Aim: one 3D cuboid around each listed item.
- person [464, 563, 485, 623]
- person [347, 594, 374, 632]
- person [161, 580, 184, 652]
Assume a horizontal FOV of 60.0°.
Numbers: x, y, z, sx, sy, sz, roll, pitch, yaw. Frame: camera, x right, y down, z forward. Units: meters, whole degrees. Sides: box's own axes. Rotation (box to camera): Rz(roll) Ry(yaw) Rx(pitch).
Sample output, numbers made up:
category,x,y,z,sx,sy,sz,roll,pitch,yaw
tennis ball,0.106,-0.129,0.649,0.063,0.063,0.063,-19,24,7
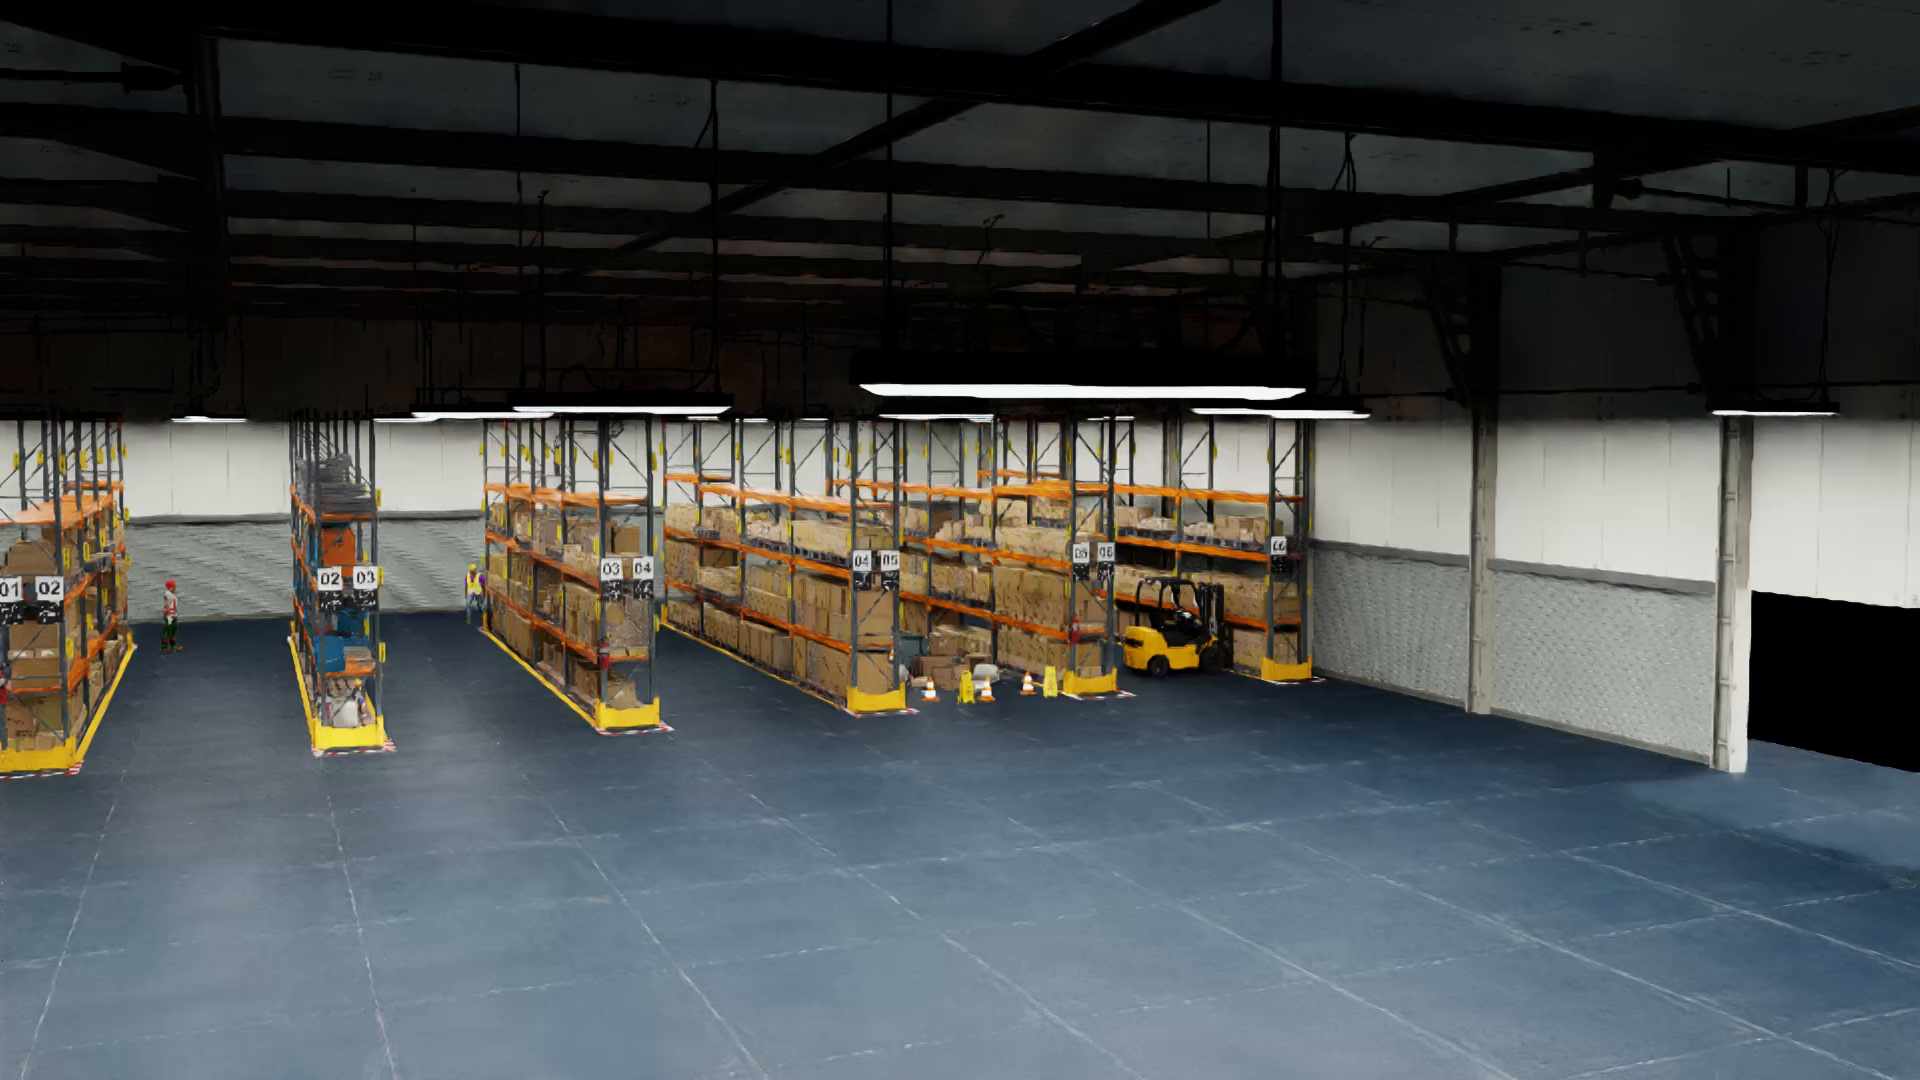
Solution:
category,x,y,z,sx,sy,sz,roll,pitch,yaw
person,-13.993,1.517,47.974,0.618,1.712,0.971,0,4,-2
person,-16.537,1.682,45.508,0.768,1.705,0.678,4,6,44
person,-19.787,1.900,41.709,0.484,1.789,0.637,-1,4,-18
